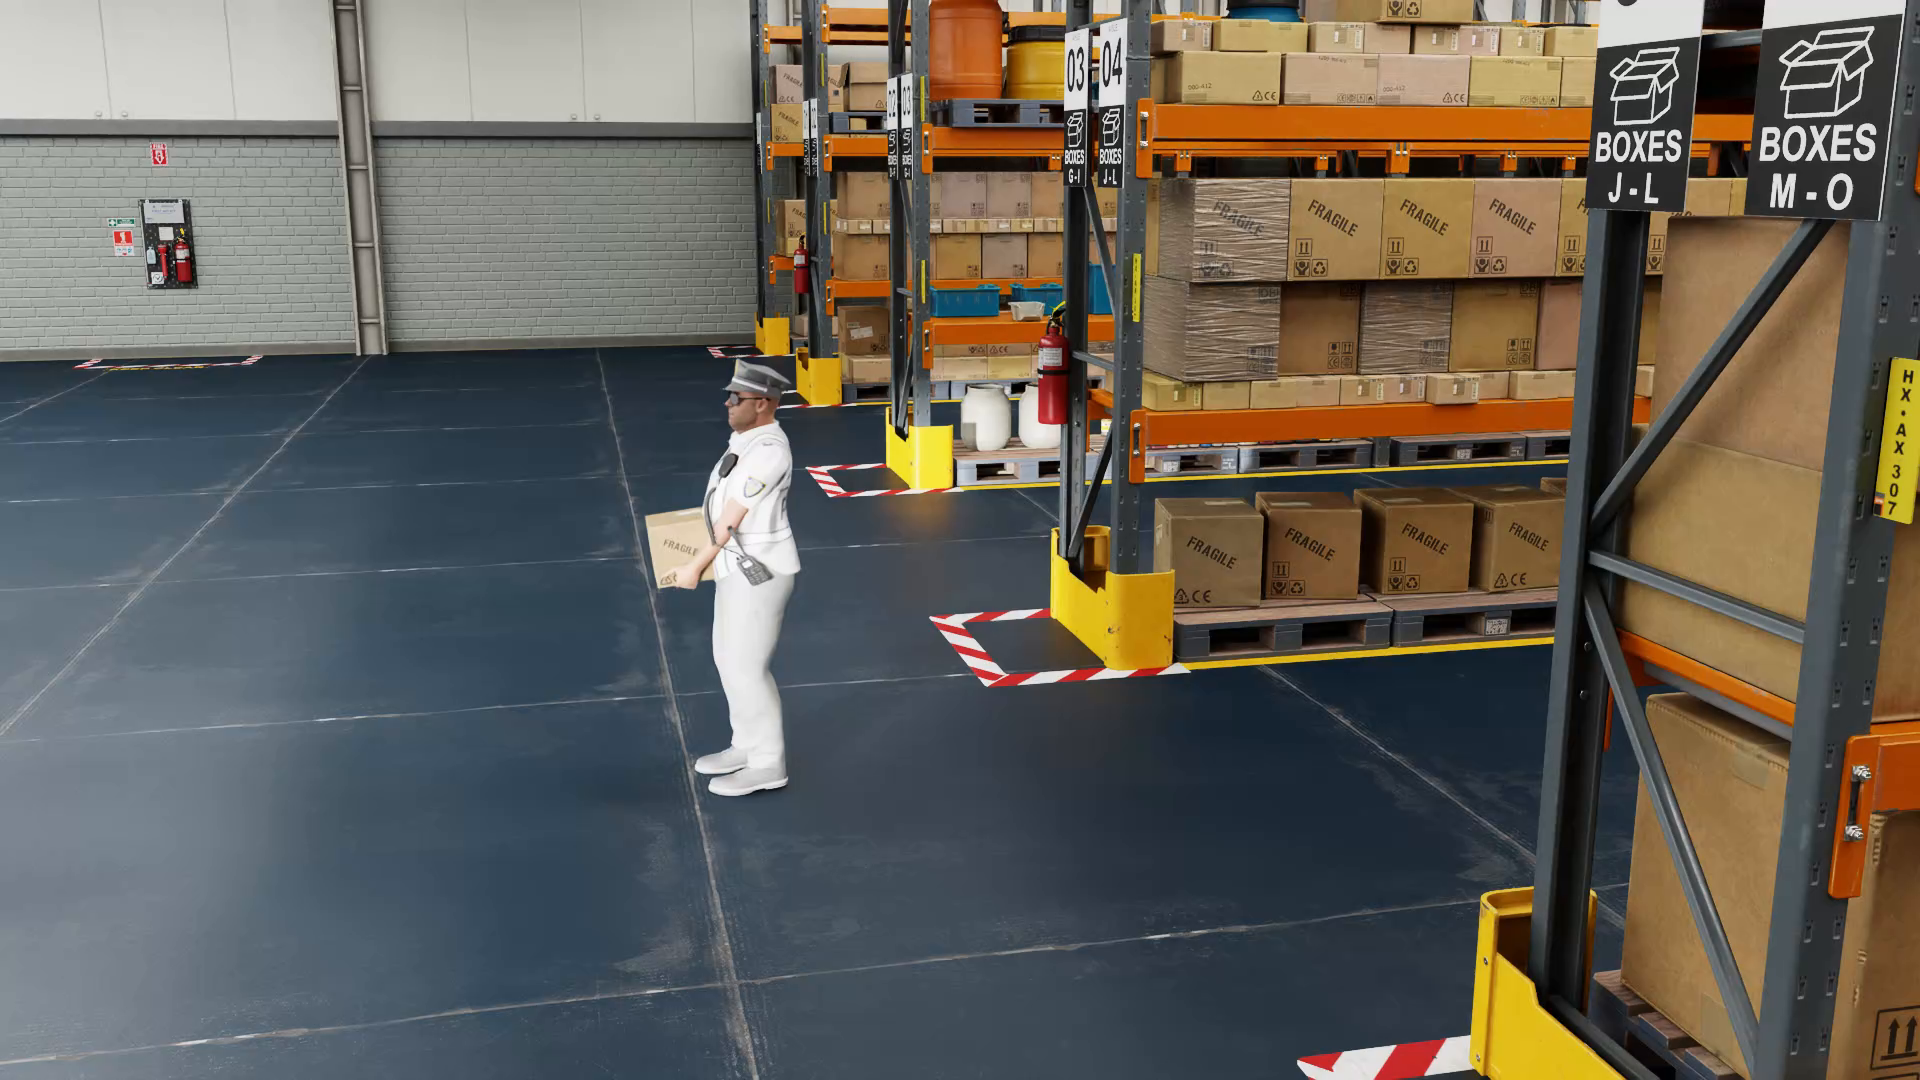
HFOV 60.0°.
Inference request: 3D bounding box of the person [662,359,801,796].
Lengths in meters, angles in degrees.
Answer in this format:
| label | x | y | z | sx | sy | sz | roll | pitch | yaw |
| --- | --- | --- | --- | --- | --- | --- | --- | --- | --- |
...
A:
| label | x | y | z | sx | sy | sz | roll | pitch | yaw |
| --- | --- | --- | --- | --- | --- | --- | --- | --- | --- |
| person | -0.938 | 0.144 | 6.788 | 0.565 | 1.770 | 0.492 | -3 | 13 | -13 |
